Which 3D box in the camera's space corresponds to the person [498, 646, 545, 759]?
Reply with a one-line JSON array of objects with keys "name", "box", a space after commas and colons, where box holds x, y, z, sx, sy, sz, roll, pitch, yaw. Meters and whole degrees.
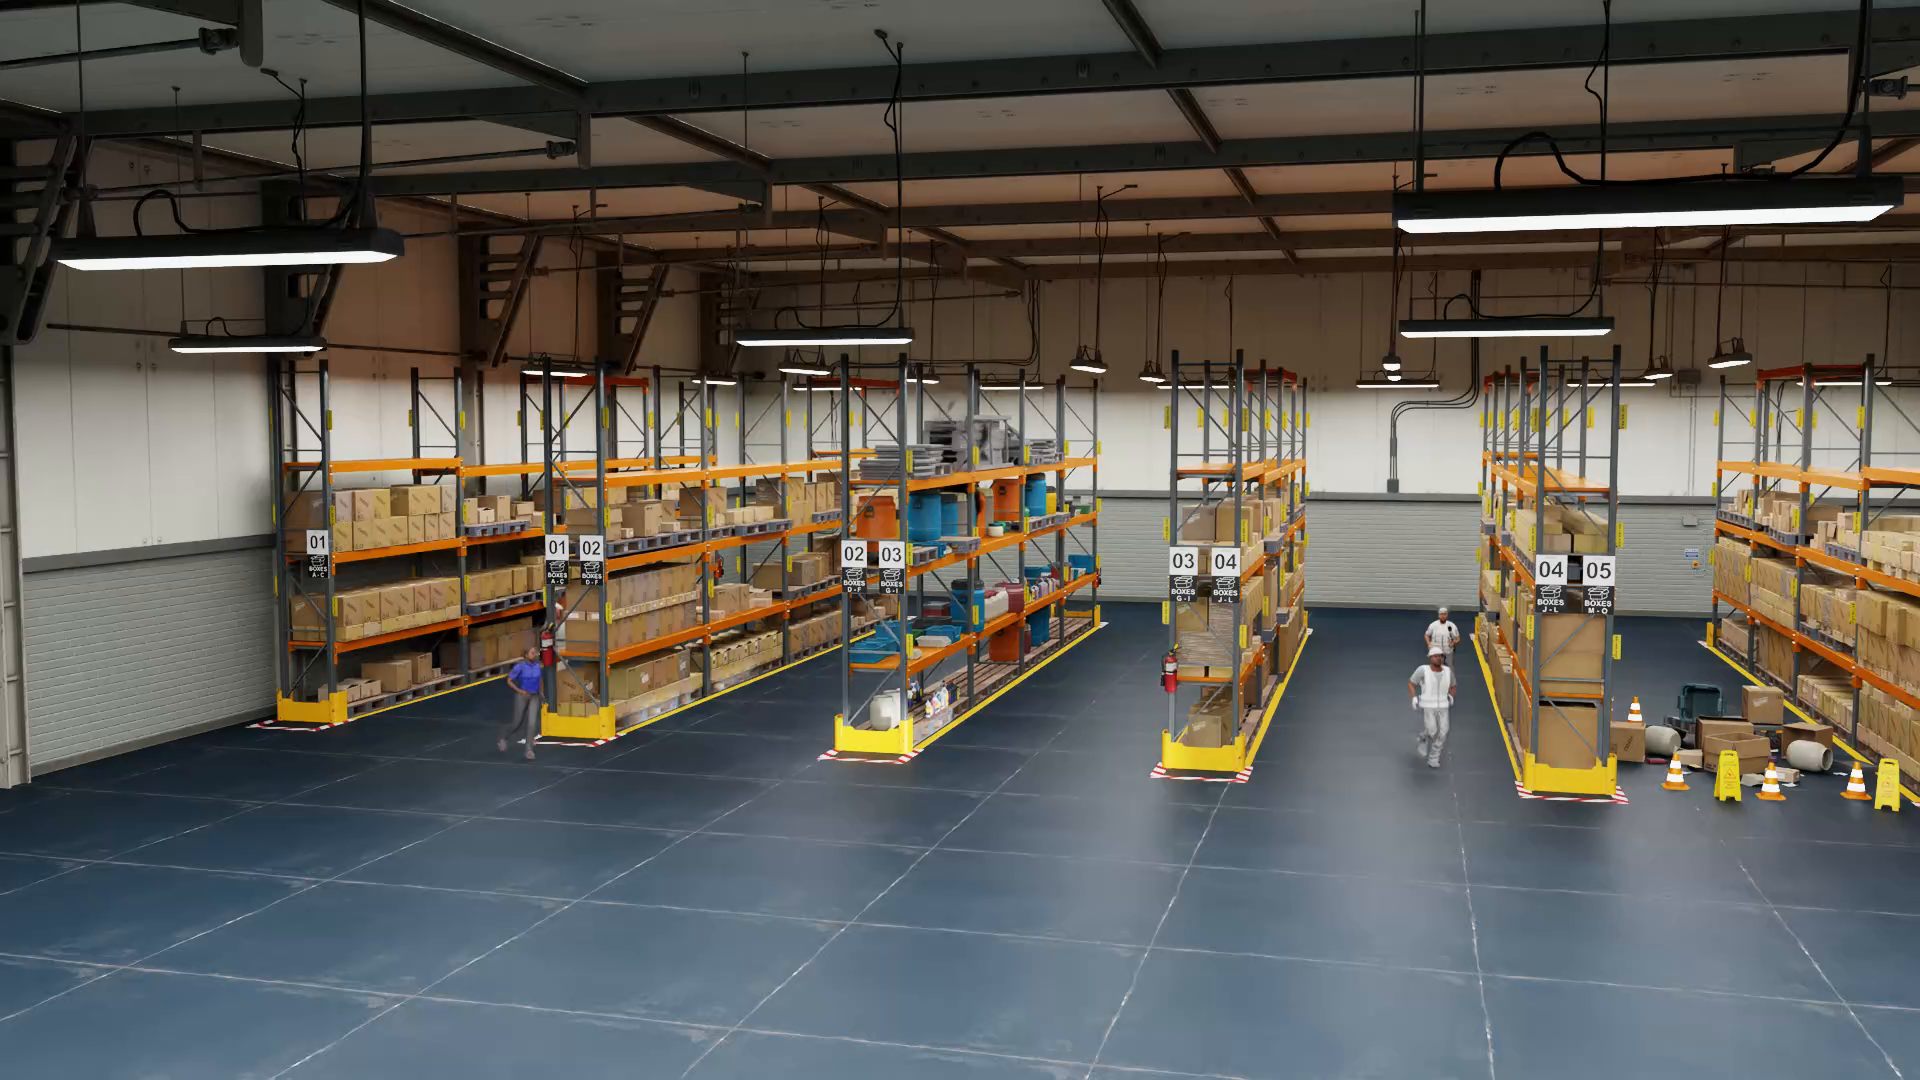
[{"name": "person", "box": [-6.461, 2.398, 24.863, 0.655, 1.616, 0.901, -4, 6, -42]}]

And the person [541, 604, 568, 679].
[{"name": "person", "box": [-7.132, 2.004, 29.544, 0.653, 1.750, 0.720, 0, 4, 0]}]

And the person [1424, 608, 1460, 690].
[{"name": "person", "box": [8.687, 2.034, 29.982, 0.618, 1.628, 0.739, 1, 4, 14]}]

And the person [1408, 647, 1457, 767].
[{"name": "person", "box": [6.858, 2.412, 24.002, 0.687, 1.734, 0.596, 0, 4, -4]}]
